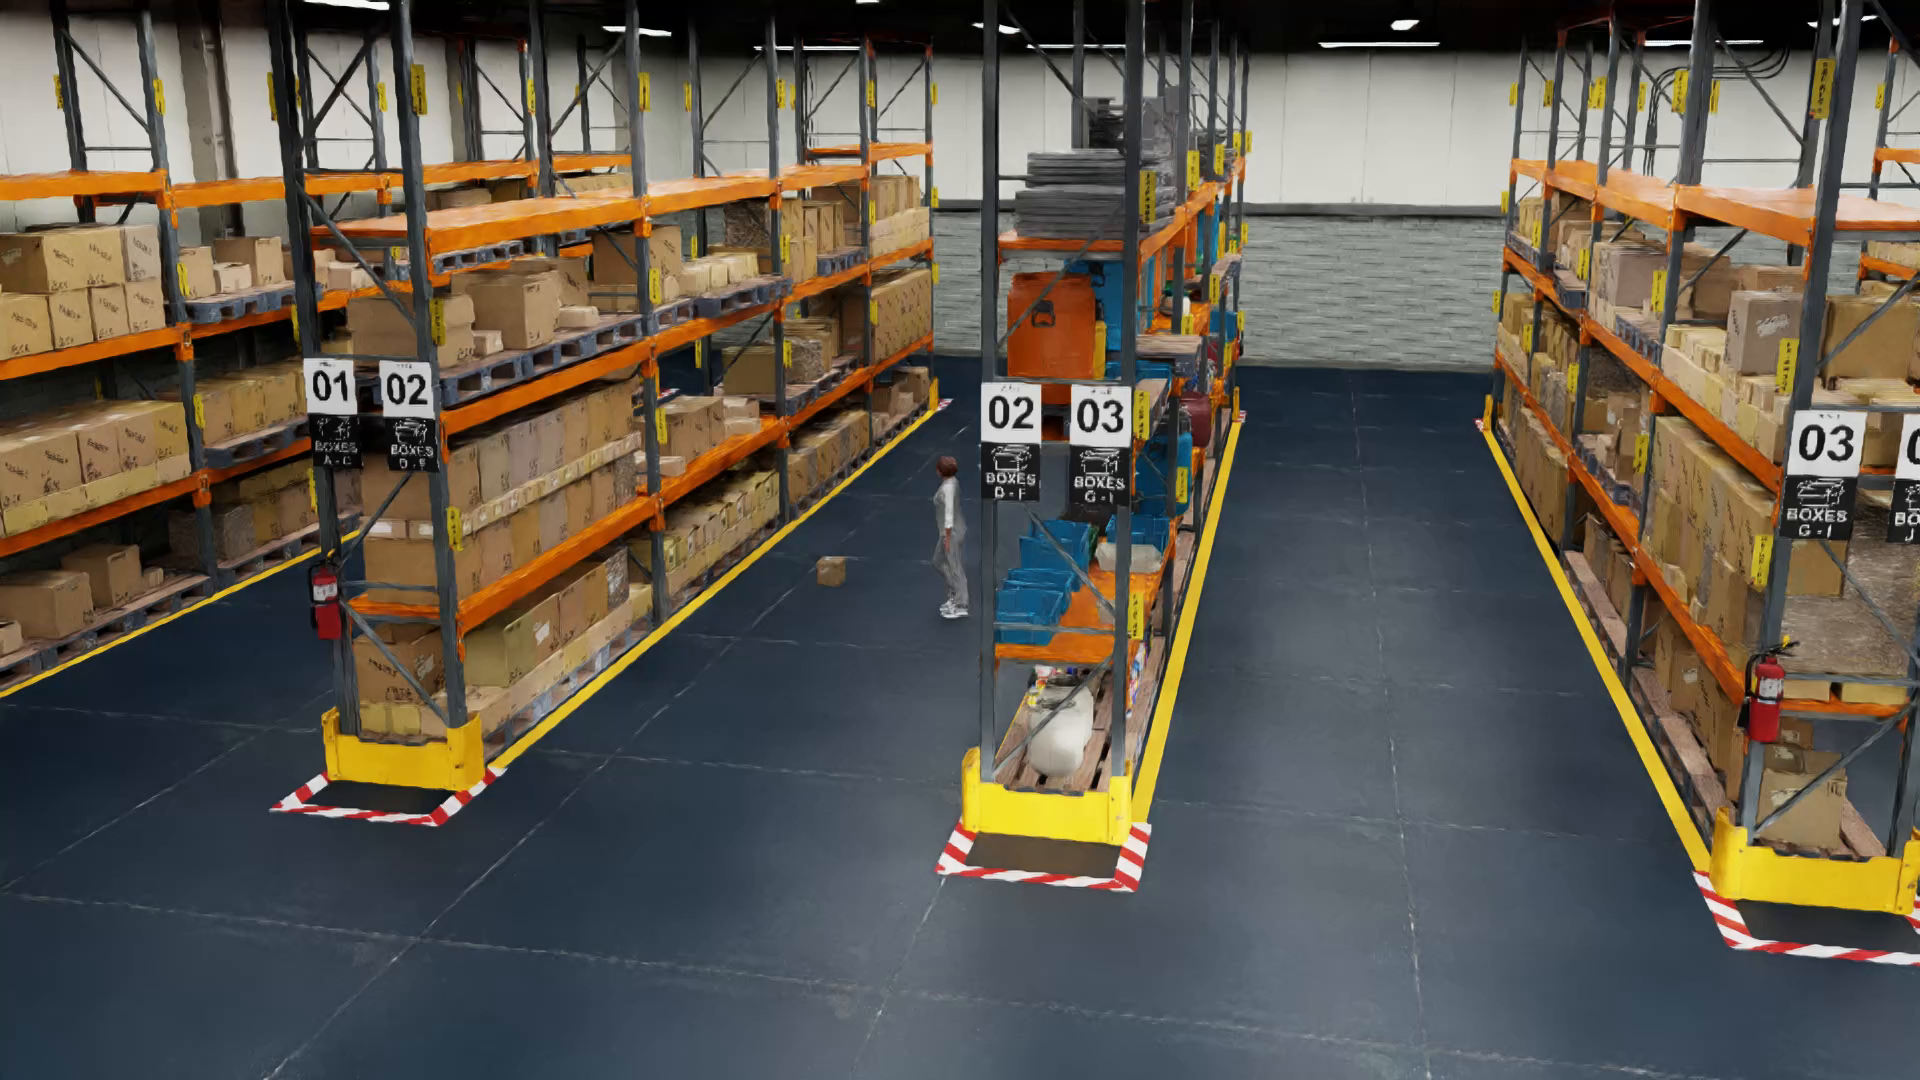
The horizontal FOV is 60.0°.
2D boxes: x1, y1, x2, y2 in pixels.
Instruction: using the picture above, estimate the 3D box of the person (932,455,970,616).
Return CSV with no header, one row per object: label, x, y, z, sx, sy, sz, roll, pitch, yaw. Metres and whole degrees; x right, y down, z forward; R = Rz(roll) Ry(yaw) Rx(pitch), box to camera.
person,-0.087,-0.049,16.505,0.386,1.562,0.502,0,15,1
